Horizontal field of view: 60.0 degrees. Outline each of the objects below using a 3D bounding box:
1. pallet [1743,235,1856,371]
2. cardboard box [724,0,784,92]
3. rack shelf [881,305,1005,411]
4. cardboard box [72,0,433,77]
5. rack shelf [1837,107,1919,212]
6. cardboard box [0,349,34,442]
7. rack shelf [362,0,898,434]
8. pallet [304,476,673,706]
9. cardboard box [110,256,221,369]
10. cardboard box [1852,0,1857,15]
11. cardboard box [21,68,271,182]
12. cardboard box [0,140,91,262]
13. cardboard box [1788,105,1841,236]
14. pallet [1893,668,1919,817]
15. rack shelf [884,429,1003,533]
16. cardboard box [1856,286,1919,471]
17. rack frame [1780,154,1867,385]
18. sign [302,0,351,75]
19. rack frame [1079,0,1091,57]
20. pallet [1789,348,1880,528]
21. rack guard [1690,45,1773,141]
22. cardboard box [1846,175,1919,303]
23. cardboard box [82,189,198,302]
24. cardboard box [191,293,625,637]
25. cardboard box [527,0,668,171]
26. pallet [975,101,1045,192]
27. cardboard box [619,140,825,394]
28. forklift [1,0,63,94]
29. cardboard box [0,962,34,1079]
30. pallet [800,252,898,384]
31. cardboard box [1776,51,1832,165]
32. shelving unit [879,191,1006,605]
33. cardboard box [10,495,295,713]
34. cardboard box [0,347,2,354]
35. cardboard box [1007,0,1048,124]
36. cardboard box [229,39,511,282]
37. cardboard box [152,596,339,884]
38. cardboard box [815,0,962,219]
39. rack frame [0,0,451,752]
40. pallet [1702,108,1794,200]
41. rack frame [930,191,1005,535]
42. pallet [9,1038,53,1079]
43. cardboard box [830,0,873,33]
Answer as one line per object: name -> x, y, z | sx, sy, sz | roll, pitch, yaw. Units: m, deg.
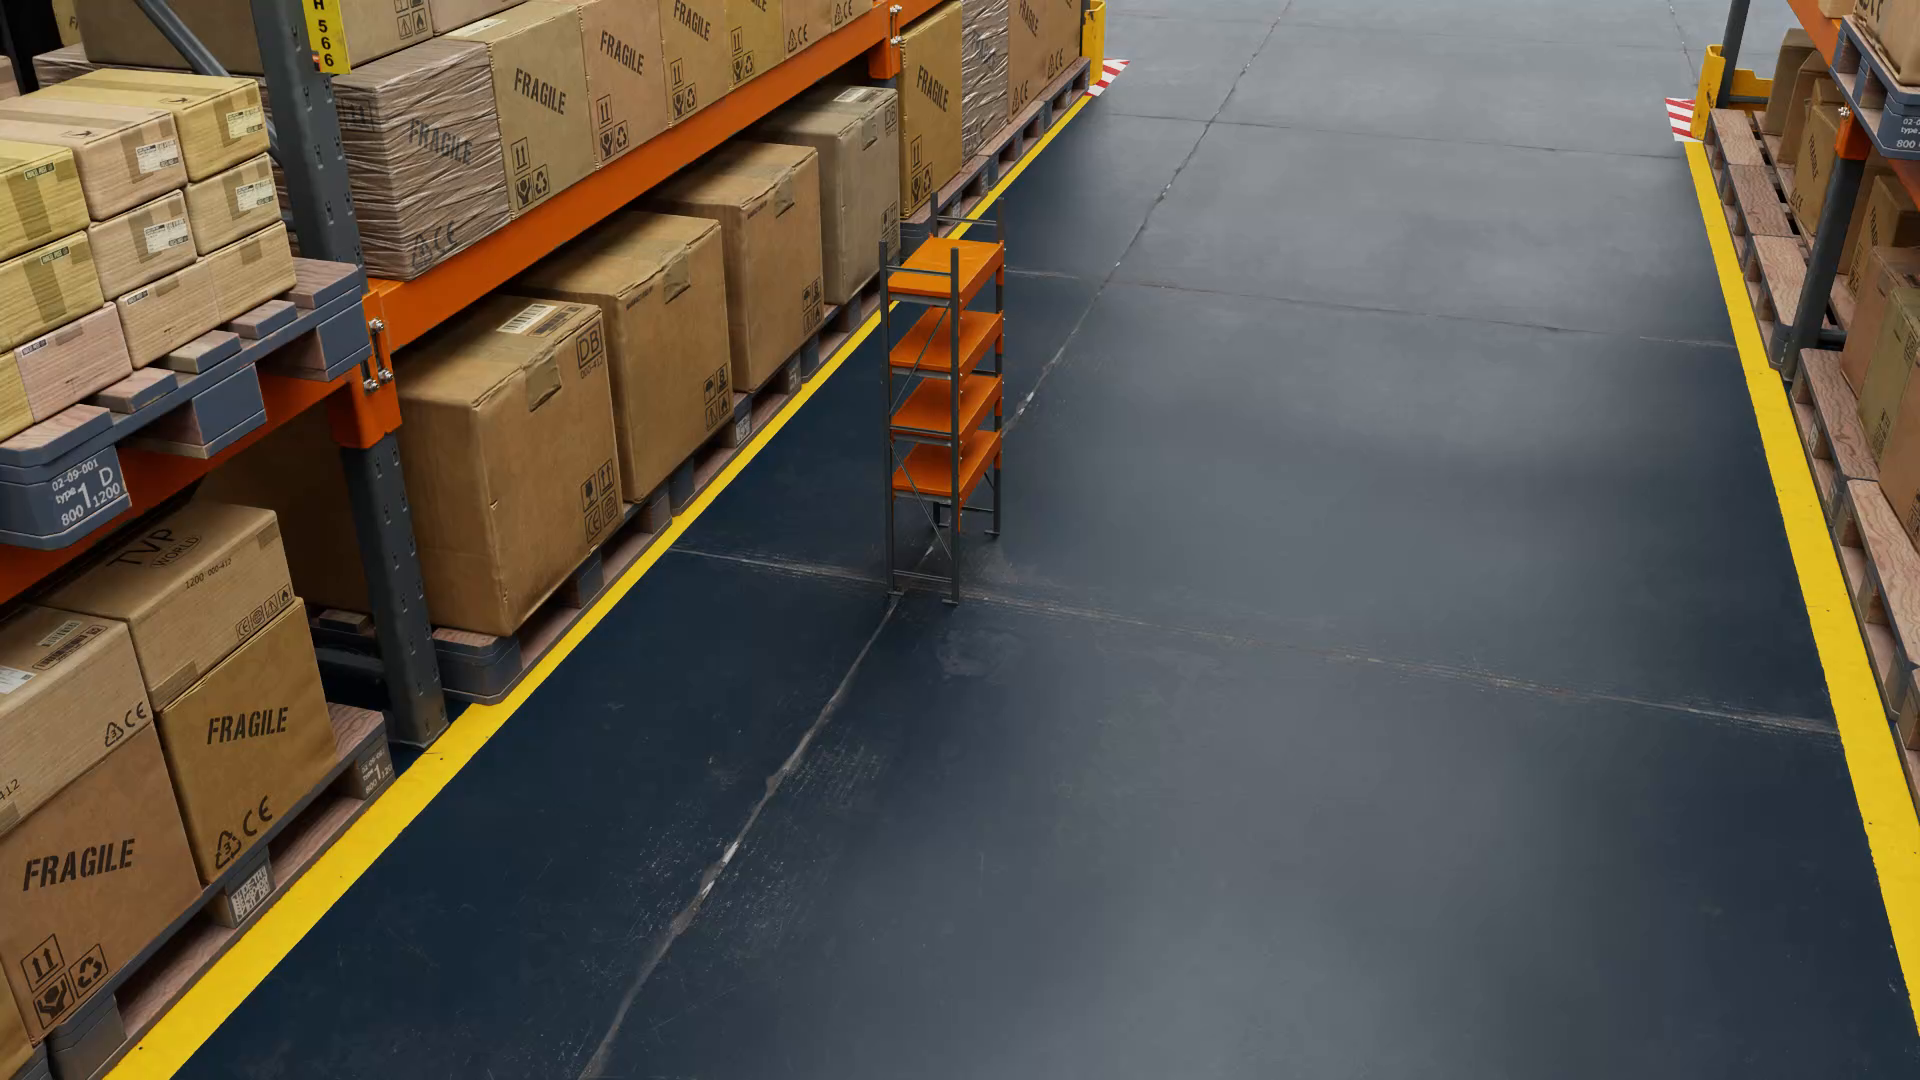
pallet -> 4.087, -1.018, 7.363 | 1.003, 0.211, 1.213 | 8, 30, 15
cardboard box -> -0.983, -1.968, 6.099 | 0.500, 0.500, 0.500 | 9, 30, 15
rack shelf -> -0.049, -0.584, 5.244 | 0.258, 0.148, 0.480 | 8, 30, 15
cardboard box -> -1.821, -1.503, 4.235 | 0.700, 0.500, 0.500 | 8, 30, 15
rack shelf -> 3.337, -0.676, 4.619 | 1.077, 0.370, 4.000 | 8, 30, 15
cardboard box -> -1.894, -0.244, 2.930 | 0.380, 0.149, 0.250 | 8, 30, 14
rack shelf -> -1.375, -1.430, 5.976 | 1.077, 0.370, 4.000 | 8, 30, 15
pallet -> -1.659, 0.048, 5.447 | 1.003, 0.211, 1.213 | 8, 30, 15
cardboard box -> -1.742, -0.479, 3.352 | 0.380, 0.149, 0.250 | 8, 30, 15
cardboard box -> 3.788, -2.066, 6.638 | 0.380, 0.149, 0.250 | 8, 30, 15
cardboard box -> -1.668, -0.856, 3.417 | 0.380, 0.149, 0.250 | 7, 30, 13
cardboard box -> -1.821, -0.618, 2.989 | 0.380, 0.149, 0.250 | 9, 30, 16
cardboard box -> 4.347, -1.758, 7.964 | 0.500, 0.500, 0.500 | 6, 30, 10
pallet -> 2.980, 0.795, 4.104 | 1.003, 0.211, 1.213 | 8, 30, 15
rack shelf -> -0.049, -0.215, 5.449 | 0.258, 0.148, 0.480 | 8, 30, 15
cardboard box -> 3.565, -0.518, 5.715 | 0.700, 0.500, 0.500 | 8, 30, 15
rack frame -> 3.924, -1.920, 6.115 | 1.000, 3.000, 0.127 | 8, 30, 15
sign -> -1.441, -1.214, 3.737 | 0.100, 0.325, 0.005 | 8, 30, 15
rack frame -> 0.386, -4.533, 10.813 | 1.000, 3.000, 0.127 | 8, 30, 15
pallet -> 3.696, -0.339, 6.142 | 1.003, 0.211, 1.213 | 8, 30, 15
rack guard -> 5.075, -2.651, 10.001 | 1.175, 0.500, 0.348 | 8, 30, 15
cardboard box -> 4.079, -1.191, 6.945 | 0.500, 0.500, 0.500 | 8, 30, 13
cardboard box -> -1.749, -0.600, 3.264 | 0.380, 0.149, 0.250 | 10, 31, 17
cardboard box -> -1.698, -0.286, 5.061 | 1.050, 0.750, 0.750 | 8, 30, 14
cardboard box -> -1.278, -1.500, 5.258 | 0.500, 0.500, 0.500 | 8, 30, 15
pallet -> -0.134, -2.367, 9.787 | 1.003, 0.211, 1.213 | 8, 30, 15
cardboard box -> -1.171, -1.126, 6.570 | 1.050, 0.750, 0.750 | 8, 30, 15
forklift -> -3.742, -1.982, 6.299 | 1.130, 2.935, 3.031 | 6, 30, 11
cardboard box -> -2.201, 0.925, 3.140 | 0.500, 0.500, 0.500 | 7, 30, 13
pallet -> -0.943, -1.086, 7.486 | 1.003, 0.211, 1.213 | 8, 30, 15
cardboard box -> 4.756, -2.299, 8.937 | 0.500, 0.500, 0.500 | 17, 33, 28
shelving unit -> -0.049, -0.447, 5.320 | 0.258, 1.200, 0.503 | 8, 30, 15
cardboard box -> -1.913, 0.121, 3.815 | 0.500, 0.250, 0.500 | 8, 30, 14
cardboard box -> -1.897, -0.361, 2.835 | 0.380, 0.149, 0.250 | 9, 30, 15
cardboard box -> -0.006, -3.054, 9.909 | 0.875, 0.875, 0.875 | 8, 30, 14
cardboard box -> -1.573, -1.029, 4.412 | 0.500, 0.500, 0.500 | 9, 30, 15
cardboard box -> -1.906, 0.437, 4.019 | 0.500, 0.500, 0.500 | 8, 30, 15
cardboard box -> -0.537, -2.212, 8.394 | 0.875, 0.875, 0.875 | 9, 30, 16
rack frame -> -1.962, -0.815, 4.130 | 1.000, 3.000, 0.127 | 8, 30, 15
pallet -> 4.803, -2.152, 9.401 | 1.003, 0.211, 1.213 | 8, 30, 15
rack frame -> 0.023, -0.561, 5.524 | 0.240, 1.200, 0.015 | 8, 30, 15
pallet -> -2.553, 1.331, 3.140 | 1.003, 0.211, 1.213 | 8, 30, 15
cardboard box -> -0.686, -2.437, 6.943 | 0.500, 0.500, 0.500 | 8, 30, 15
